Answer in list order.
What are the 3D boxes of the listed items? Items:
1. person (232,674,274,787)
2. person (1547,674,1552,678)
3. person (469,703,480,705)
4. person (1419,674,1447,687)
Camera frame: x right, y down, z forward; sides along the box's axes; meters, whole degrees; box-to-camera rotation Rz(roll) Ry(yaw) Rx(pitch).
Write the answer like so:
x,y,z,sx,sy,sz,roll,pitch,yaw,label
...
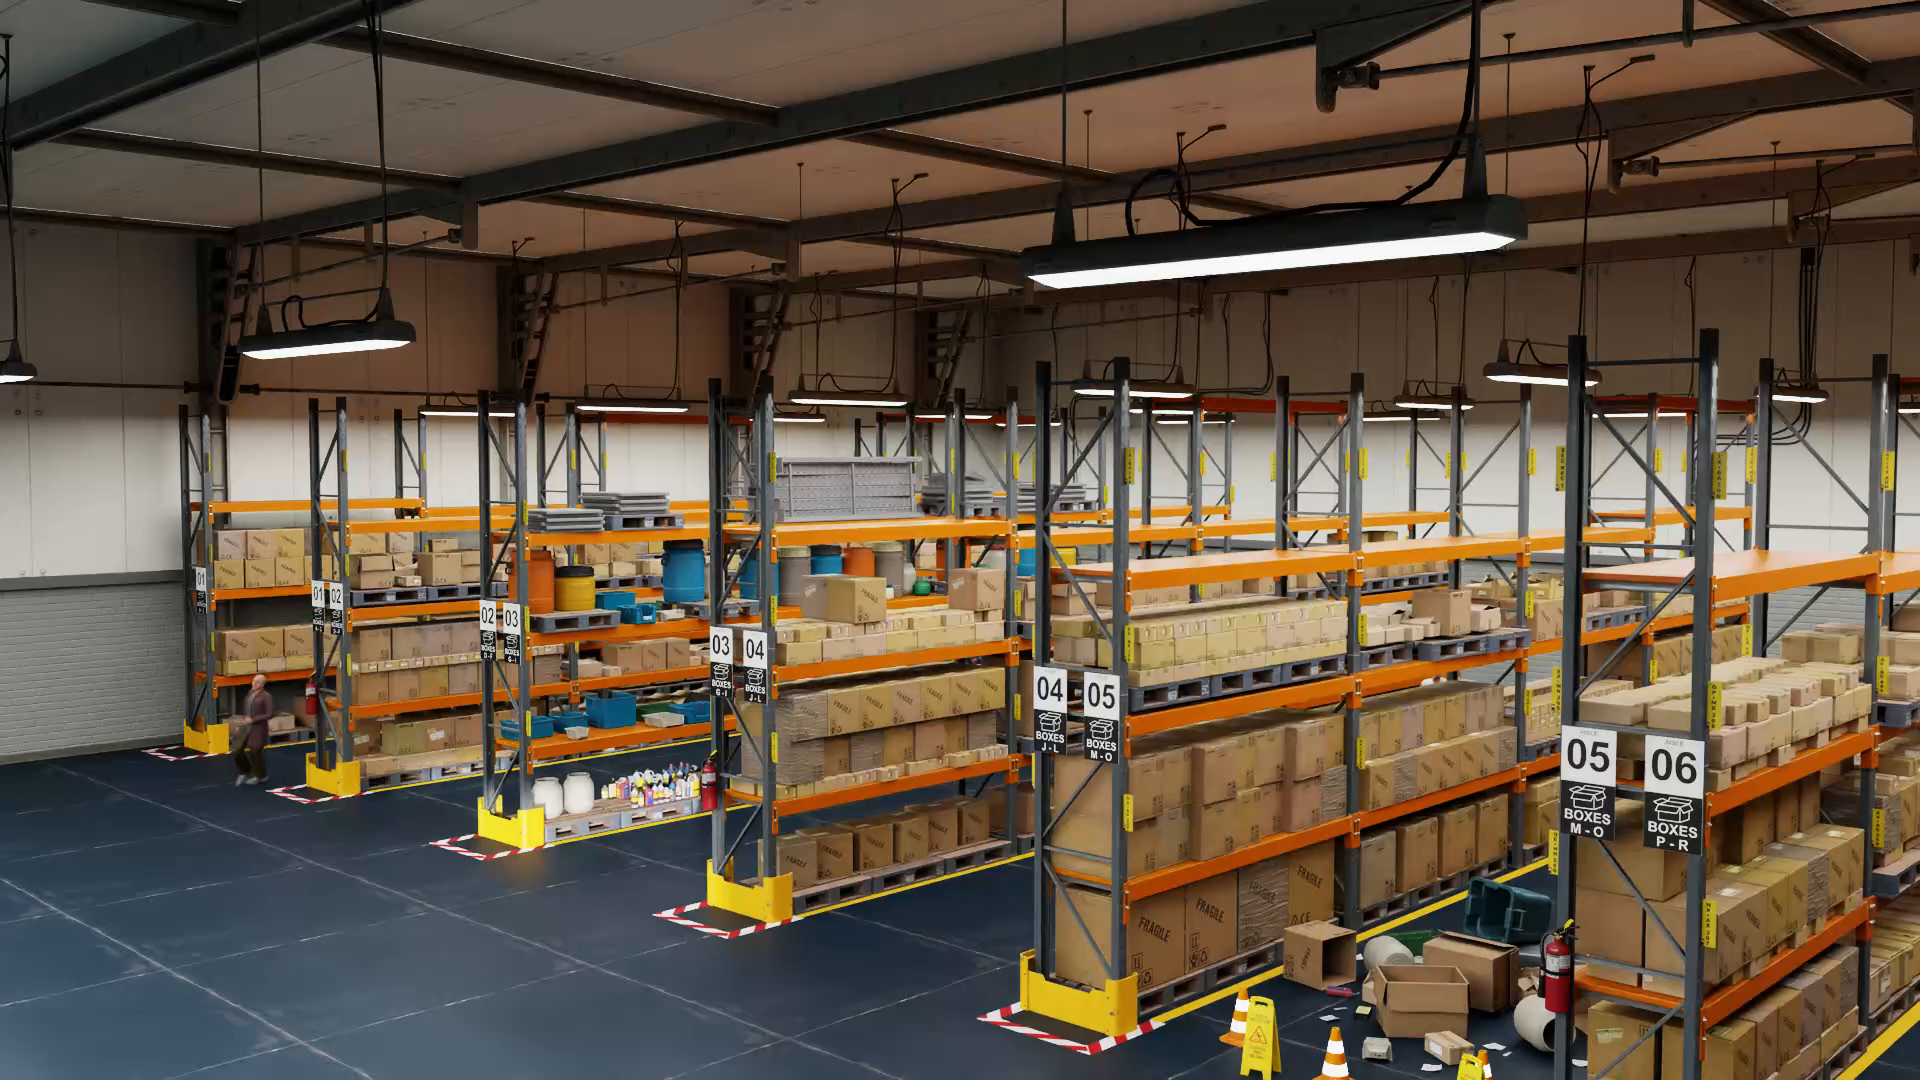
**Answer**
x,y,z,sx,sy,sz,roll,pitch,yaw,label
-10.883,2.949,25.682,0.697,1.756,0.694,1,3,19,person
9.490,2.949,26.542,0.705,1.623,0.604,-2,4,-39,person
-8.574,2.772,29.504,0.568,1.750,0.739,3,4,40,person
7.637,2.883,26.585,0.687,1.852,0.868,2,4,39,person
